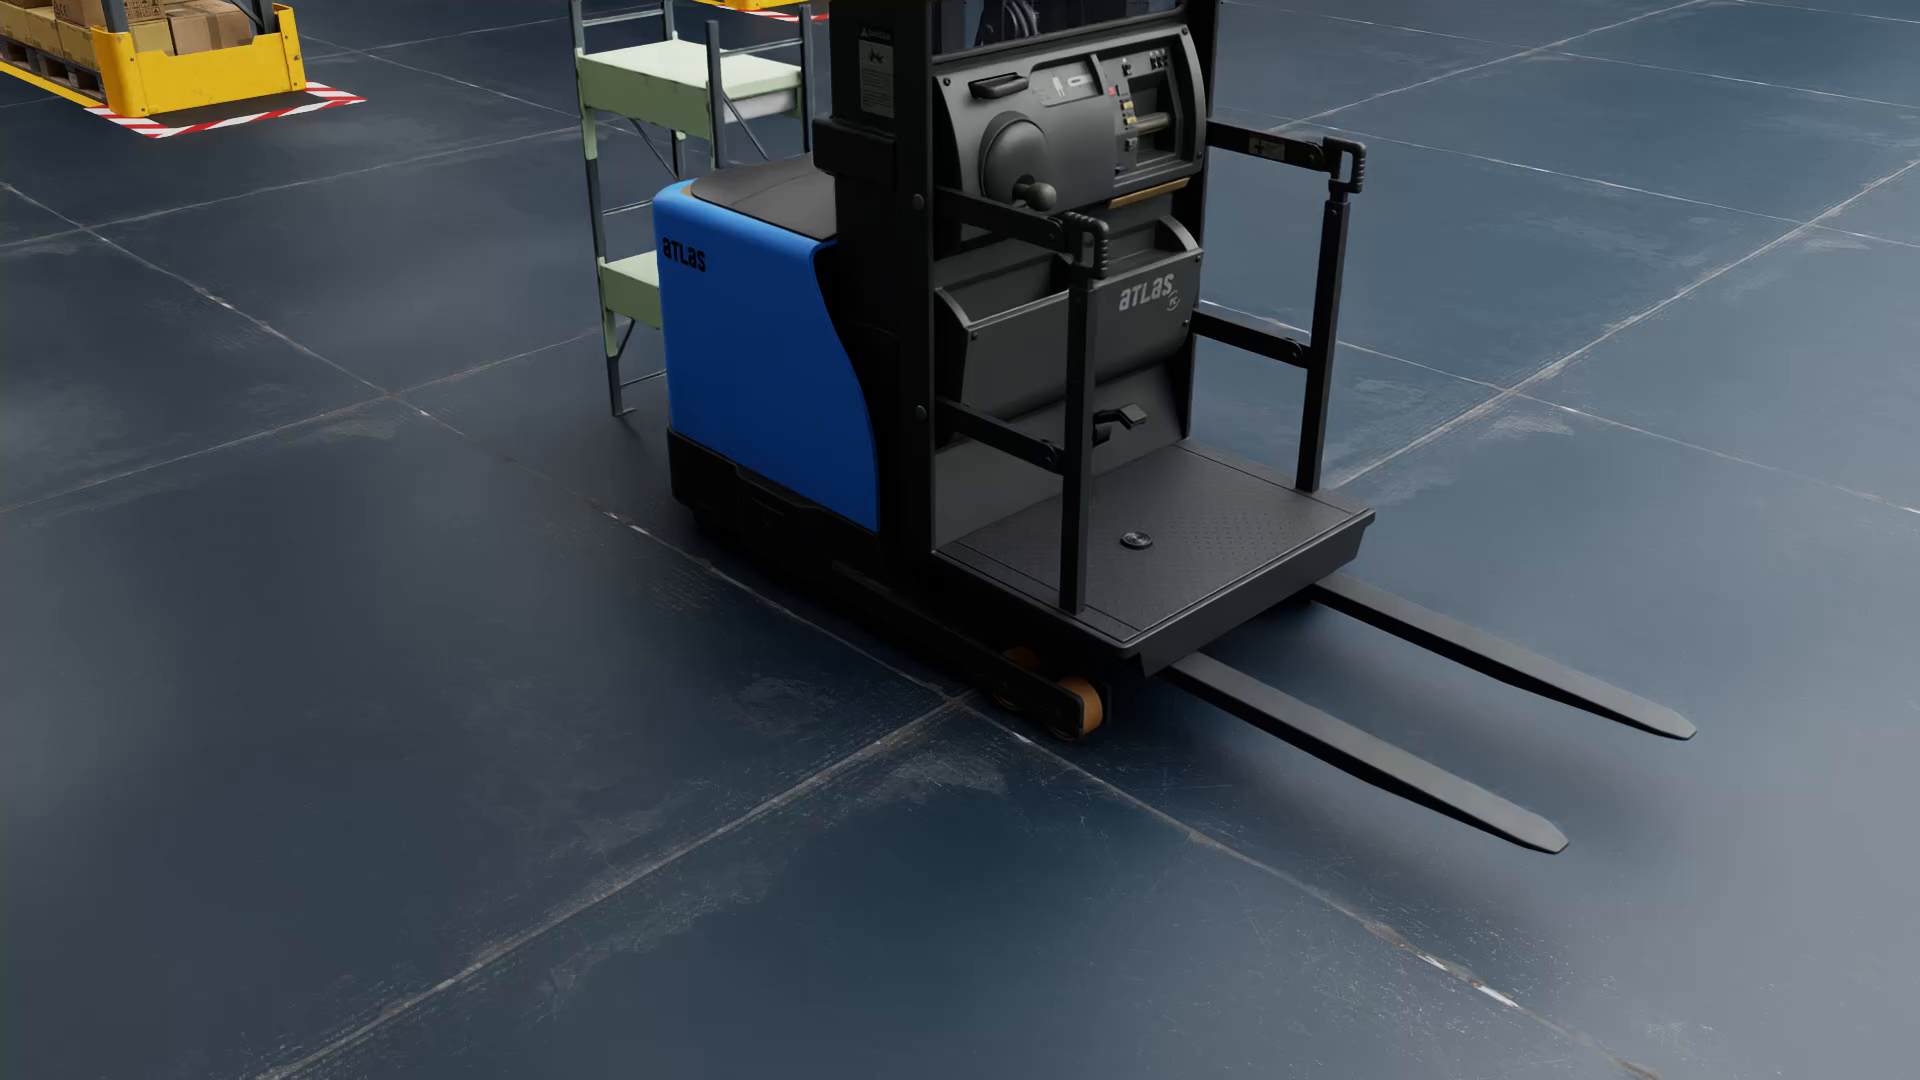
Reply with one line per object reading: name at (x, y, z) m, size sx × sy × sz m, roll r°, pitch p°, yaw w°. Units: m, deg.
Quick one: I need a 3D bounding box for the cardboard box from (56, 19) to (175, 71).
cardboard box at (-5.384, -3.196, 10.609) m, size 0.500 × 0.250 × 0.500 m, roll 25°, pitch 36°, yaw 38°

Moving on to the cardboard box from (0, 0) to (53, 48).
cardboard box at (-6.107, -3.518, 11.221) m, size 0.500 × 0.250 × 0.500 m, roll 25°, pitch 36°, yaw 38°

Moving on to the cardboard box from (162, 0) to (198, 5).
cardboard box at (-5.379, -3.863, 11.071) m, size 0.500 × 0.500 × 0.500 m, roll 25°, pitch 36°, yaw 38°

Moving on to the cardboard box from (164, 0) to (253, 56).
cardboard box at (-5.021, -3.368, 10.936) m, size 0.500 × 0.250 × 0.500 m, roll 25°, pitch 36°, yaw 38°

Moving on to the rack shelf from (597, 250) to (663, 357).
rack shelf at (-0.873, -0.778, 5.815) m, size 0.720 × 0.370 × 0.431 m, roll 25°, pitch 36°, yaw 39°

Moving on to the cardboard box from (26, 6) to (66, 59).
cardboard box at (-5.749, -3.356, 10.912) m, size 0.500 × 0.250 × 0.500 m, roll 25°, pitch 36°, yaw 38°

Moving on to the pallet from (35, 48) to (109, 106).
pallet at (-5.369, -3.152, 11.018) m, size 1.213 × 0.211 × 1.003 m, roll 25°, pitch 36°, yaw 38°

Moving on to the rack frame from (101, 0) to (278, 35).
rack frame at (-4.794, -4.151, 9.921) m, size 0.127 × 3.000 × 1.000 m, roll 25°, pitch 36°, yaw 38°

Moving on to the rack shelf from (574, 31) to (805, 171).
rack shelf at (-0.875, -1.412, 5.483) m, size 0.720 × 0.370 × 0.431 m, roll 25°, pitch 36°, yaw 39°

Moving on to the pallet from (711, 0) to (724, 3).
pallet at (-1.982, -4.835, 14.219) m, size 1.213 × 0.211 × 1.003 m, roll 25°, pitch 36°, yaw 38°

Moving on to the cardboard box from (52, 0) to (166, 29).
cardboard box at (-5.385, -3.528, 10.433) m, size 0.500 × 0.500 × 0.500 m, roll 25°, pitch 36°, yaw 38°

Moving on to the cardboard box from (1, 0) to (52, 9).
cardboard box at (-6.109, -3.849, 11.045) m, size 0.500 × 0.500 × 0.500 m, roll 25°, pitch 36°, yaw 38°

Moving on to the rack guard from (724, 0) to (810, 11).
rack guard at (-1.406, -4.696, 13.644) m, size 0.348 × 0.500 × 1.175 m, roll 25°, pitch 36°, yaw 38°

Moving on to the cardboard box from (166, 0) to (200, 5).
cardboard box at (-5.380, -3.530, 11.244) m, size 0.500 × 0.250 × 0.500 m, roll 25°, pitch 36°, yaw 38°

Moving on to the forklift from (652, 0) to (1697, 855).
forklift at (0.451, -1.053, 4.104) m, size 1.130 × 2.935 × 3.031 m, roll -24°, pitch 36°, yaw -38°

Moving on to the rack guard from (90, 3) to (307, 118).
rack guard at (-4.777, -3.036, 10.487) m, size 0.348 × 0.500 × 1.175 m, roll 25°, pitch 36°, yaw 38°

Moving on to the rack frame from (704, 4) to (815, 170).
rack frame at (-0.614, -0.948, 5.435) m, size 0.023 × 1.500 × 0.400 m, roll 25°, pitch 36°, yaw 39°

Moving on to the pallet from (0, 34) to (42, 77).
pallet at (-6.235, -3.550, 11.775) m, size 1.213 × 0.211 × 1.003 m, roll 25°, pitch 36°, yaw 38°

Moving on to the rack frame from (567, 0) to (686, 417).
rack frame at (-1.134, -1.185, 5.892) m, size 0.023 × 1.500 × 0.400 m, roll 25°, pitch 36°, yaw 39°

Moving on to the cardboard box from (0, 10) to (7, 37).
cardboard box at (-6.462, -3.682, 11.532) m, size 0.500 × 0.250 × 0.500 m, roll 25°, pitch 36°, yaw 38°

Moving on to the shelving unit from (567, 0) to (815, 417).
shelving unit at (-0.874, -1.066, 5.664) m, size 0.755 × 1.500 × 0.431 m, roll 25°, pitch 36°, yaw 39°
